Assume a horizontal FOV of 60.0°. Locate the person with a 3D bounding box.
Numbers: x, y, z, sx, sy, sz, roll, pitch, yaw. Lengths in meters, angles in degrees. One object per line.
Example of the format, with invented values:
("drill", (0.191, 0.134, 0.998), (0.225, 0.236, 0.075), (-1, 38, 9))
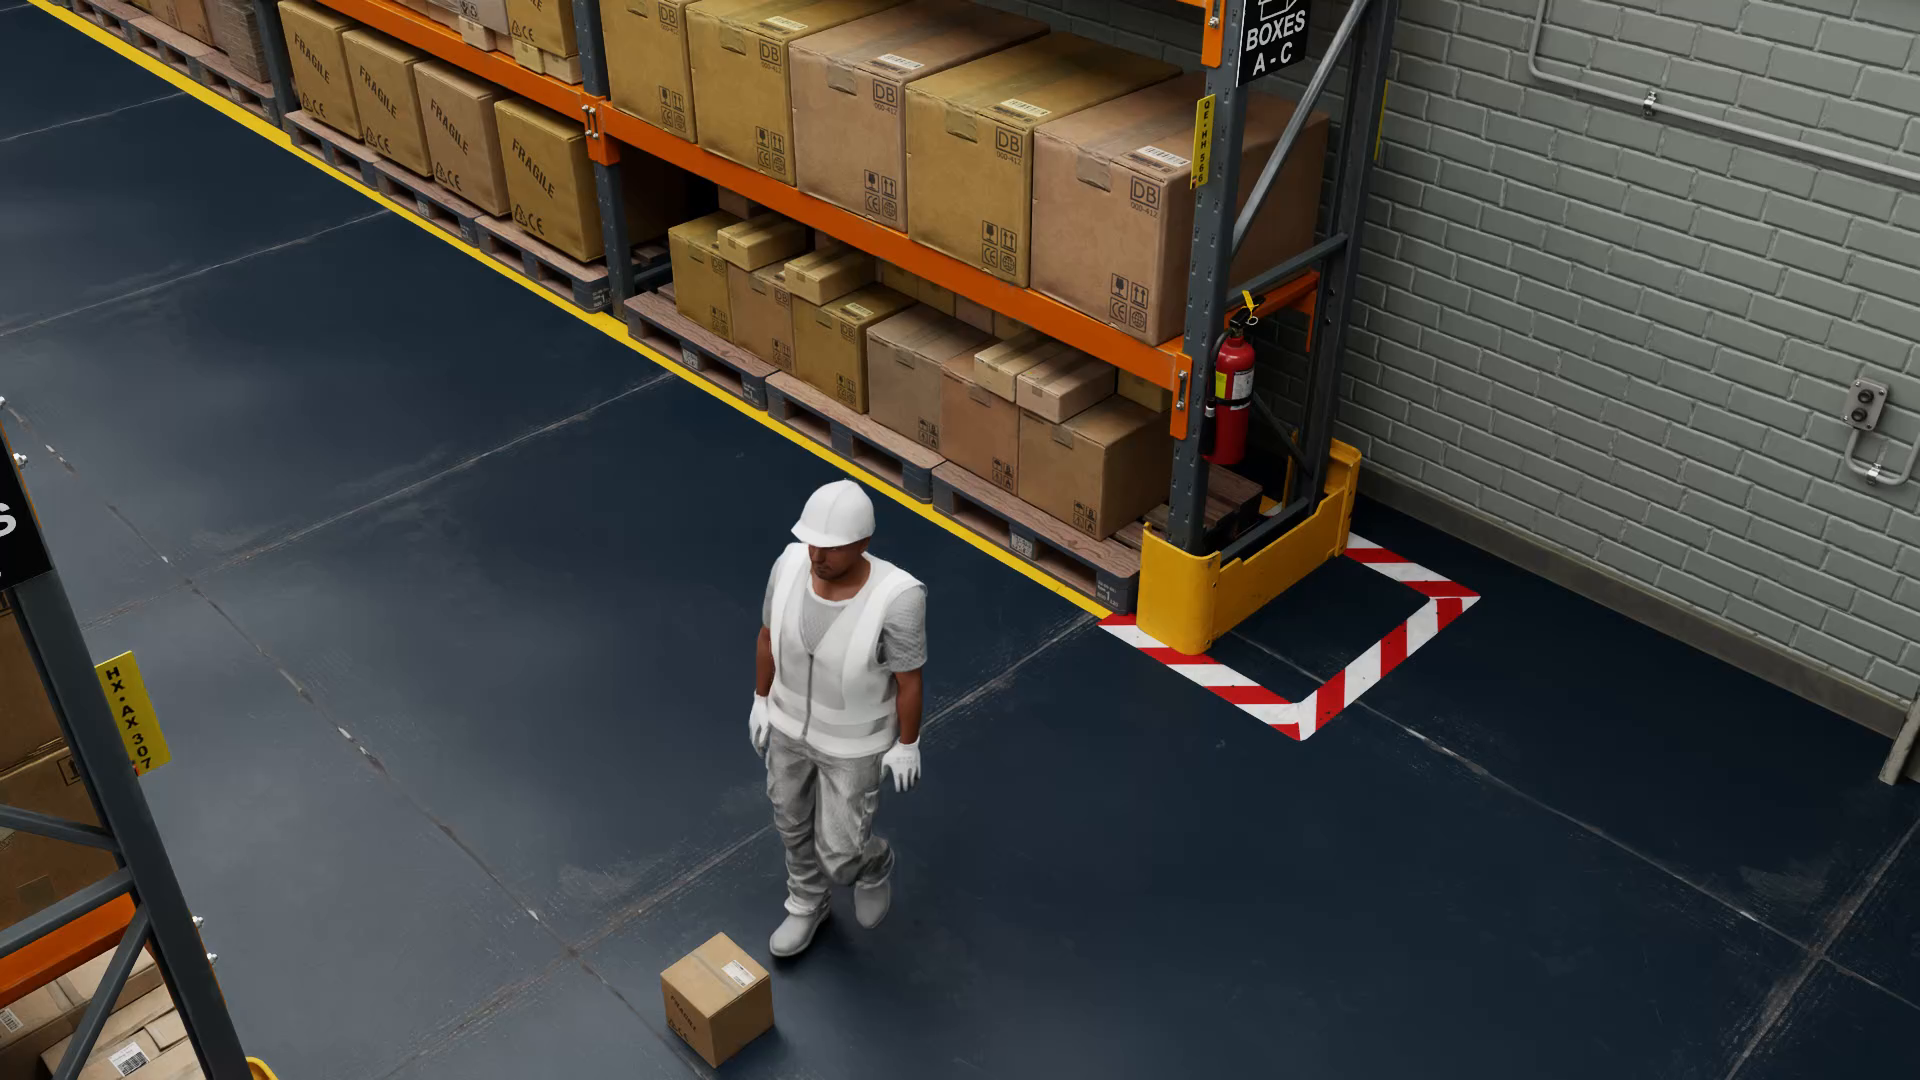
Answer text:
("person", (-0.420, 0.610, 5.228), (0.591, 1.775, 0.485), (18, 39, 23))
